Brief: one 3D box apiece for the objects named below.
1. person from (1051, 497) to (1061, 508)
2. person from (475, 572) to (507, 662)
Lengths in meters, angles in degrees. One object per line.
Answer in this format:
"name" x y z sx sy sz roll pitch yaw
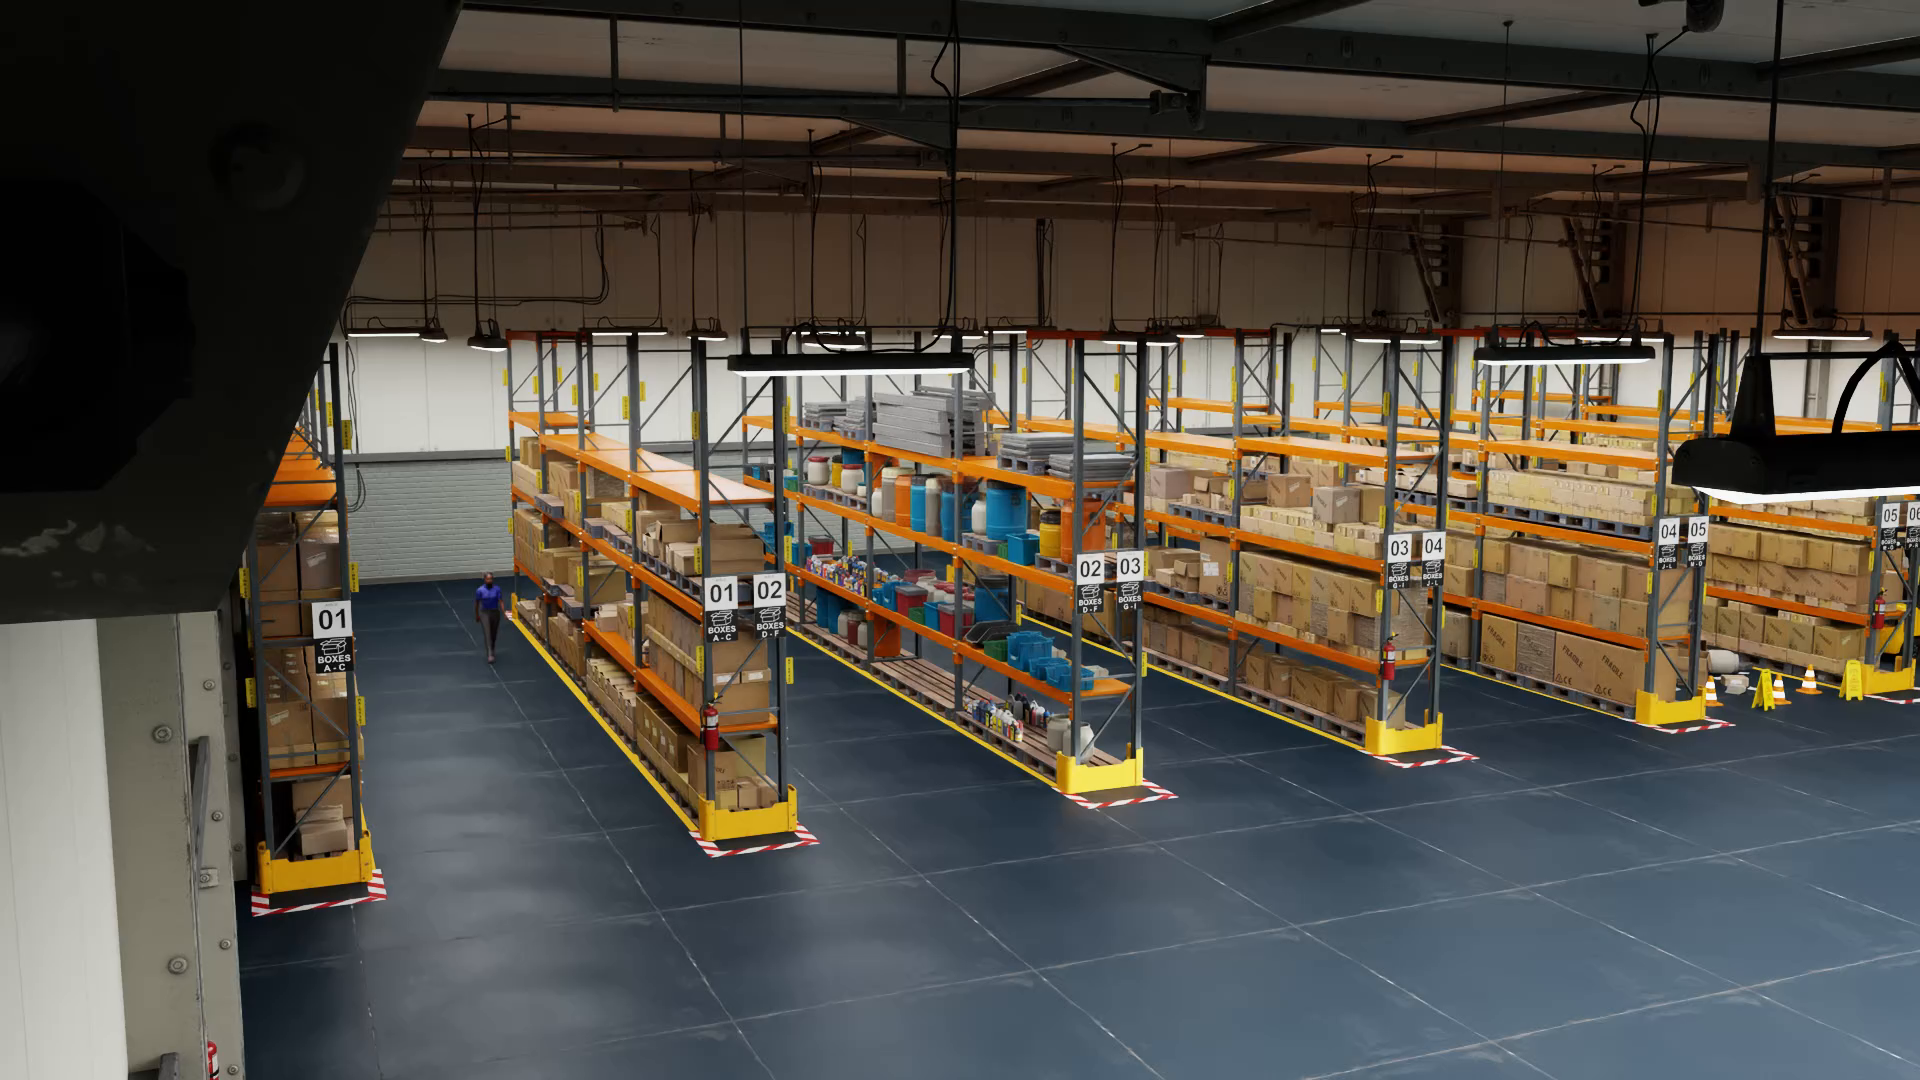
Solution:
"person" 2.581 -0.333 43.466 1.053 1.526 0.528 2 8 11
"person" -8.614 1.376 30.519 0.520 1.591 1.024 -4 9 -25
